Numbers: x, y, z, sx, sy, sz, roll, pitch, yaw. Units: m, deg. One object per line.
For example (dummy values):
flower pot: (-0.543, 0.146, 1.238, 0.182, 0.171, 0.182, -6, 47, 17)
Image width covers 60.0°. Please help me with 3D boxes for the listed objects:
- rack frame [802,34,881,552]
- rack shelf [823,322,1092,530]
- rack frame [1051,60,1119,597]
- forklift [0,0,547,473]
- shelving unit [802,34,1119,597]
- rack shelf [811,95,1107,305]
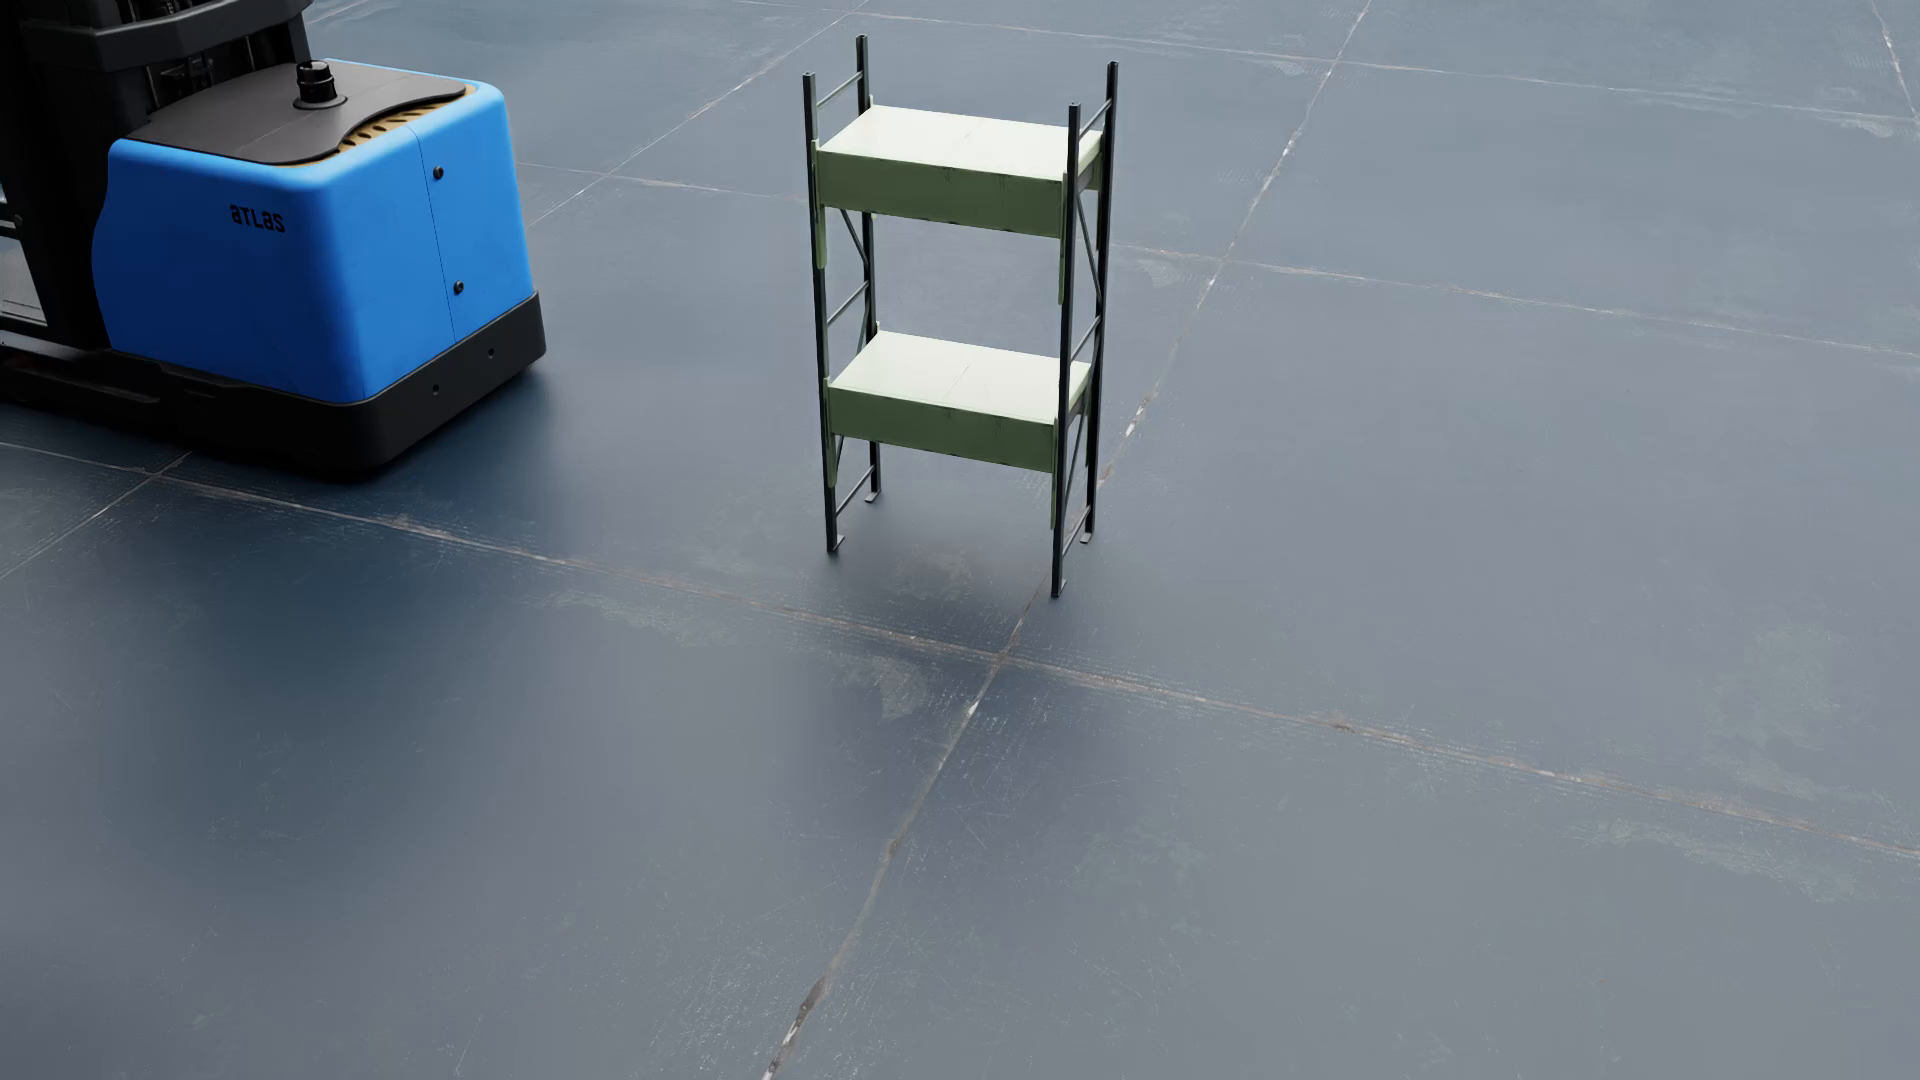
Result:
rack frame: (-0.338, -0.696, 4.945, 0.023, 1.500, 0.400, 11, 34, 16)
rack shelf: (0.006, -0.355, 5.018, 0.720, 0.370, 0.431, 11, 34, 16)
rack frame: (0.351, -0.562, 4.738, 0.023, 1.500, 0.400, 11, 34, 16)
forklift: (-3.107, -1.977, 5.610, 3.031, 2.935, 1.130, 14, 35, 20)
shelving unit: (0.006, -0.629, 4.841, 0.755, 1.500, 0.431, 11, 34, 16)
rack shelf: (0.006, -0.957, 4.630, 0.720, 0.370, 0.431, 11, 34, 16)
